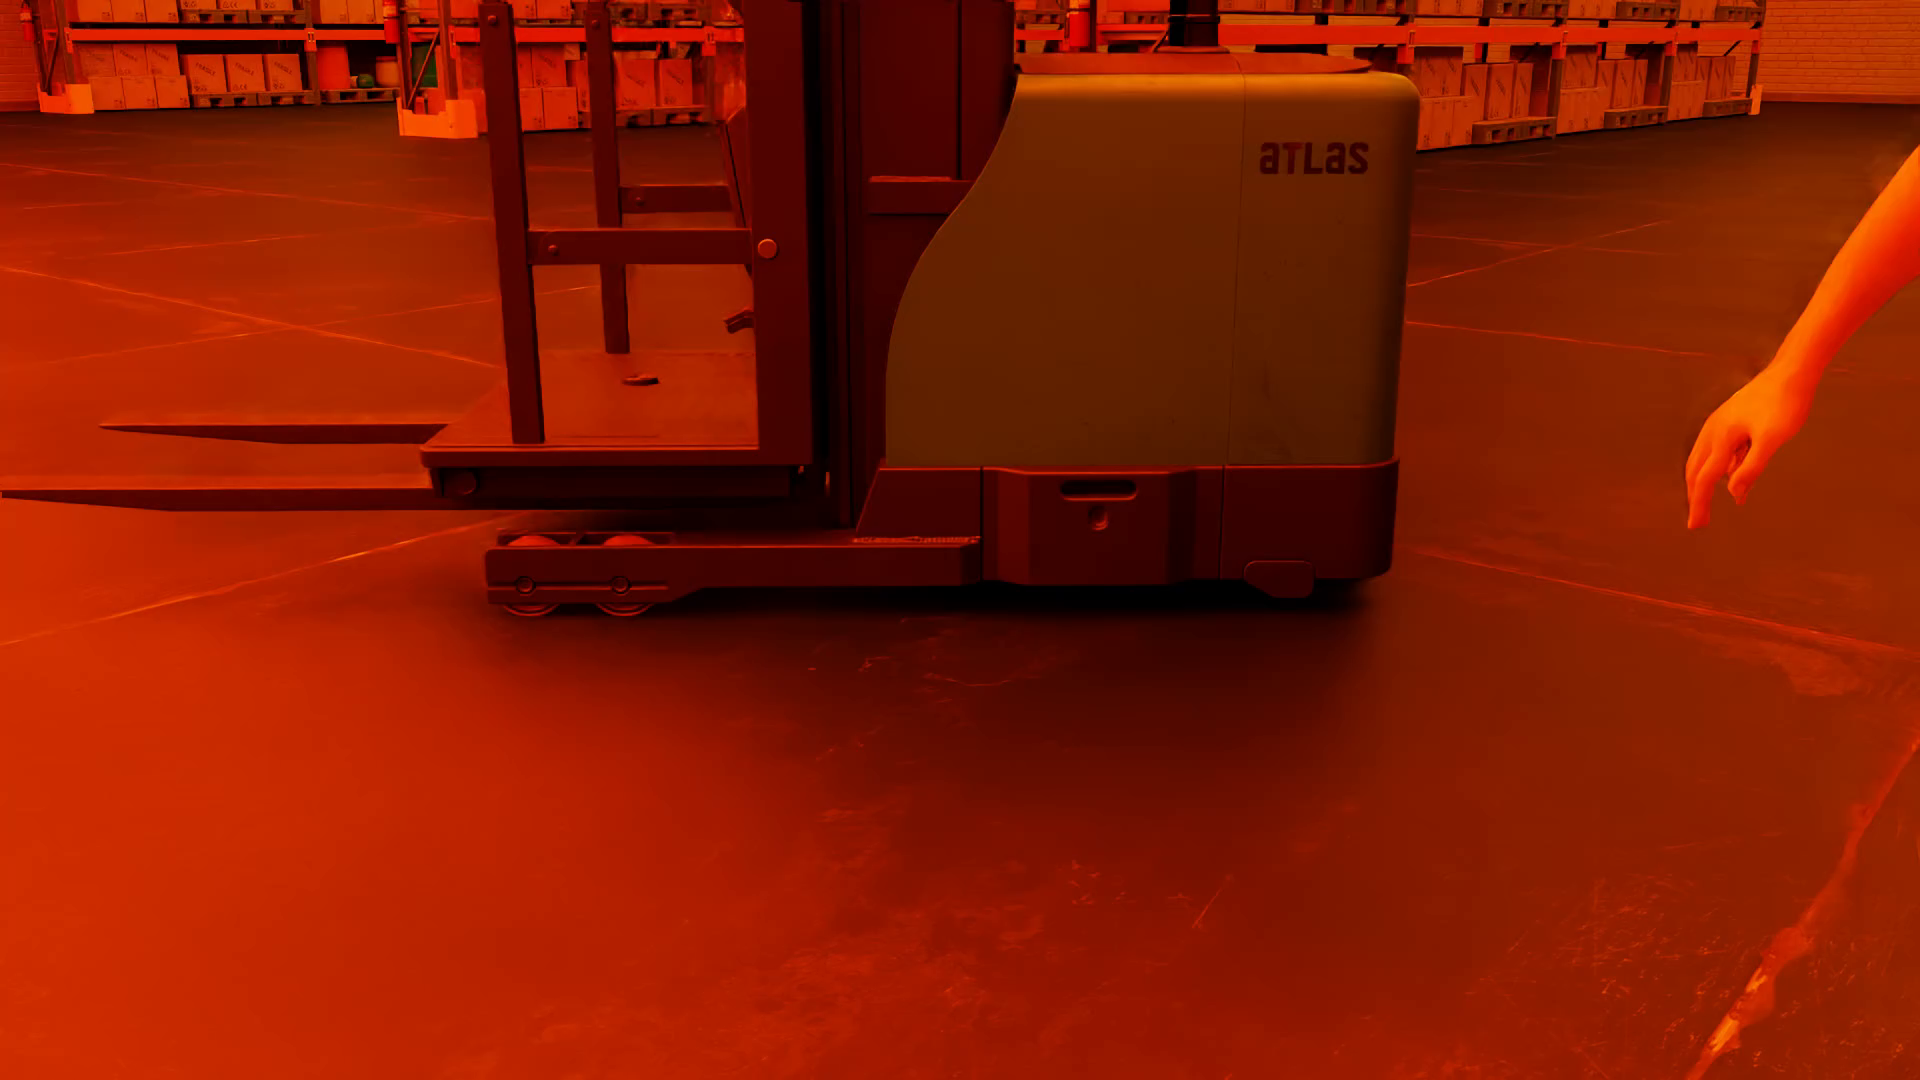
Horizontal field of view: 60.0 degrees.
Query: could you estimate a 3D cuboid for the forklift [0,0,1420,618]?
[{"bbox_3d":[-0.611,-1.398,3.503,3.031,2.935,1.130,0,17,-1],"label":"forklift"}]
